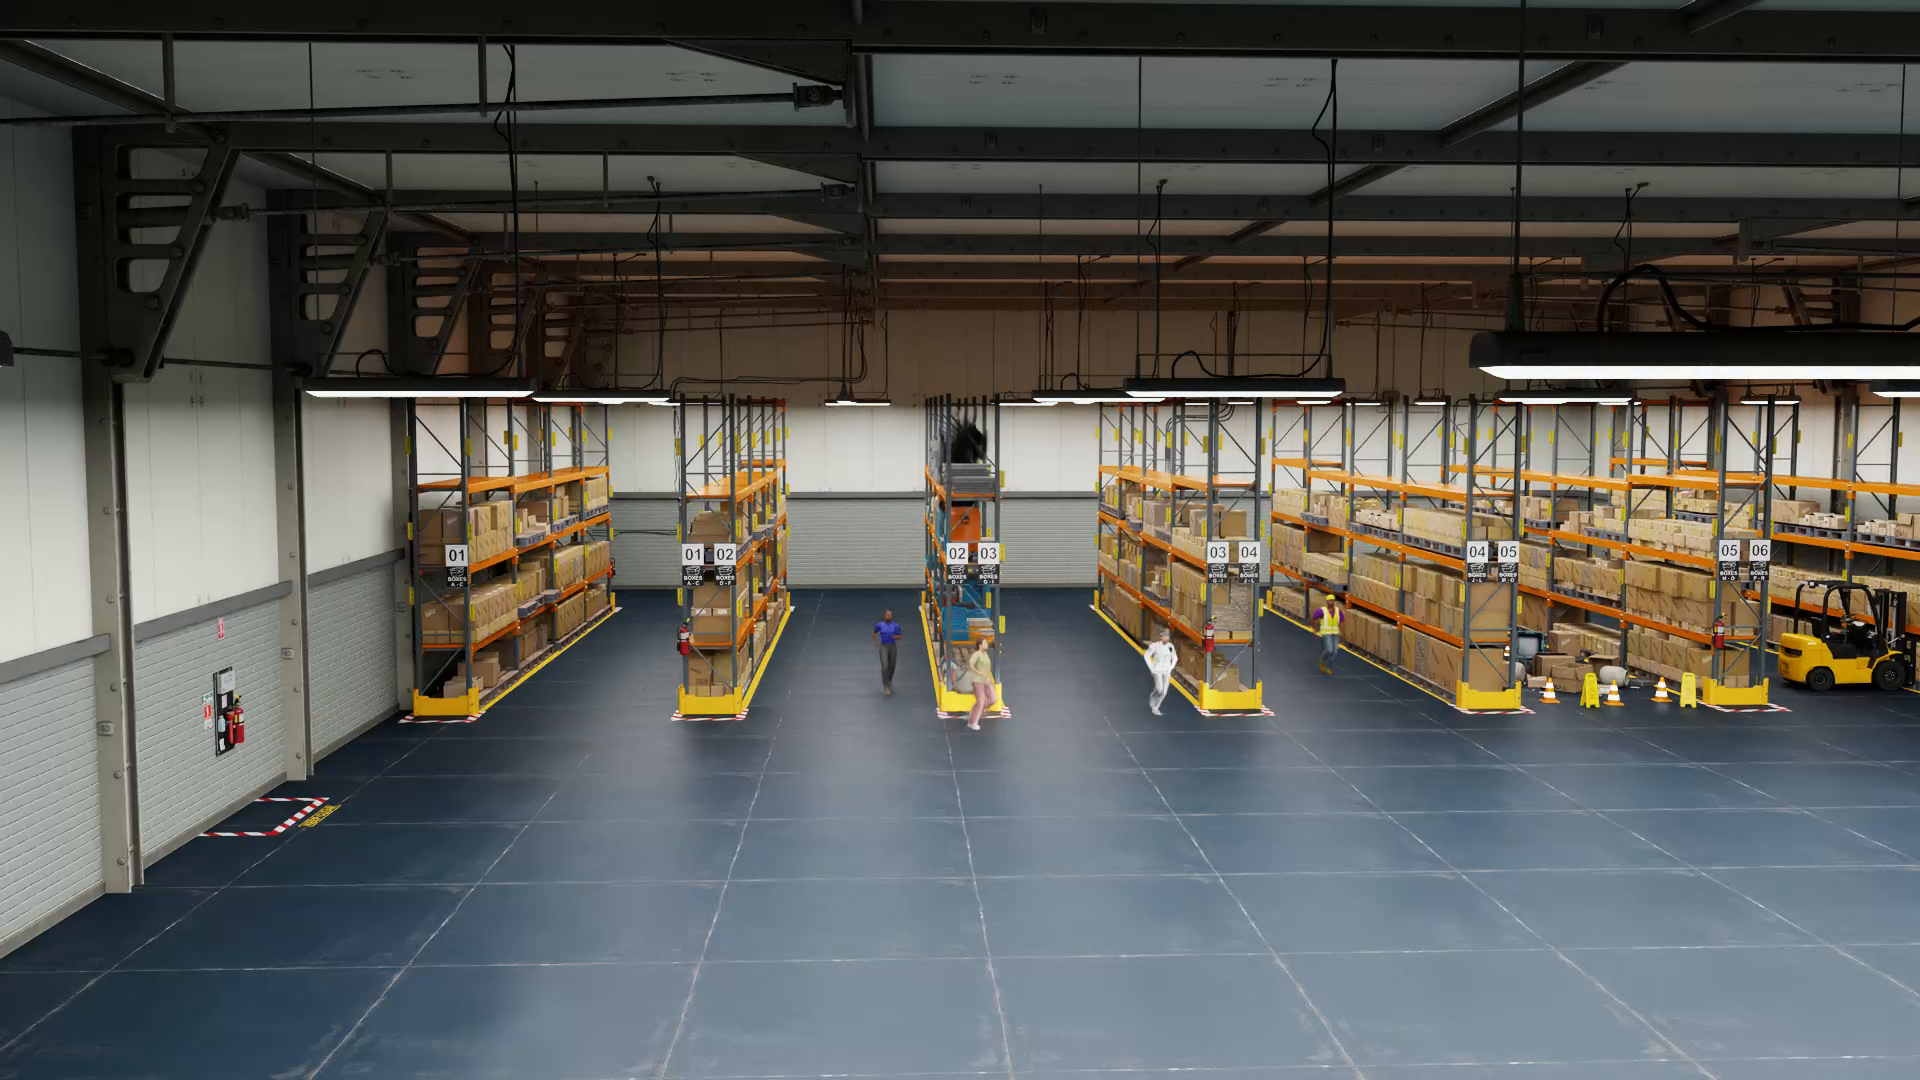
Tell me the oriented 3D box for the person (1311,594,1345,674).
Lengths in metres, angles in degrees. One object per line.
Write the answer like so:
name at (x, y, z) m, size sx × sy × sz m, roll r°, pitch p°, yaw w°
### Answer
person at (7.962, 2.031, 35.739) m, size 0.692 × 1.724 × 0.607 m, roll -1°, pitch 5°, yaw -12°

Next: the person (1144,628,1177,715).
person at (3.791, 2.457, 31.112) m, size 0.626 × 1.631 × 0.496 m, roll -1°, pitch 5°, yaw -15°

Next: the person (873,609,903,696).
person at (-1.447, 2.232, 33.490) m, size 0.566 × 1.672 × 0.900 m, roll -1°, pitch 5°, yaw -12°

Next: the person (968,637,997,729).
person at (0.409, 2.559, 29.843) m, size 0.505 × 1.638 × 0.595 m, roll 3°, pitch 5°, yaw 35°
